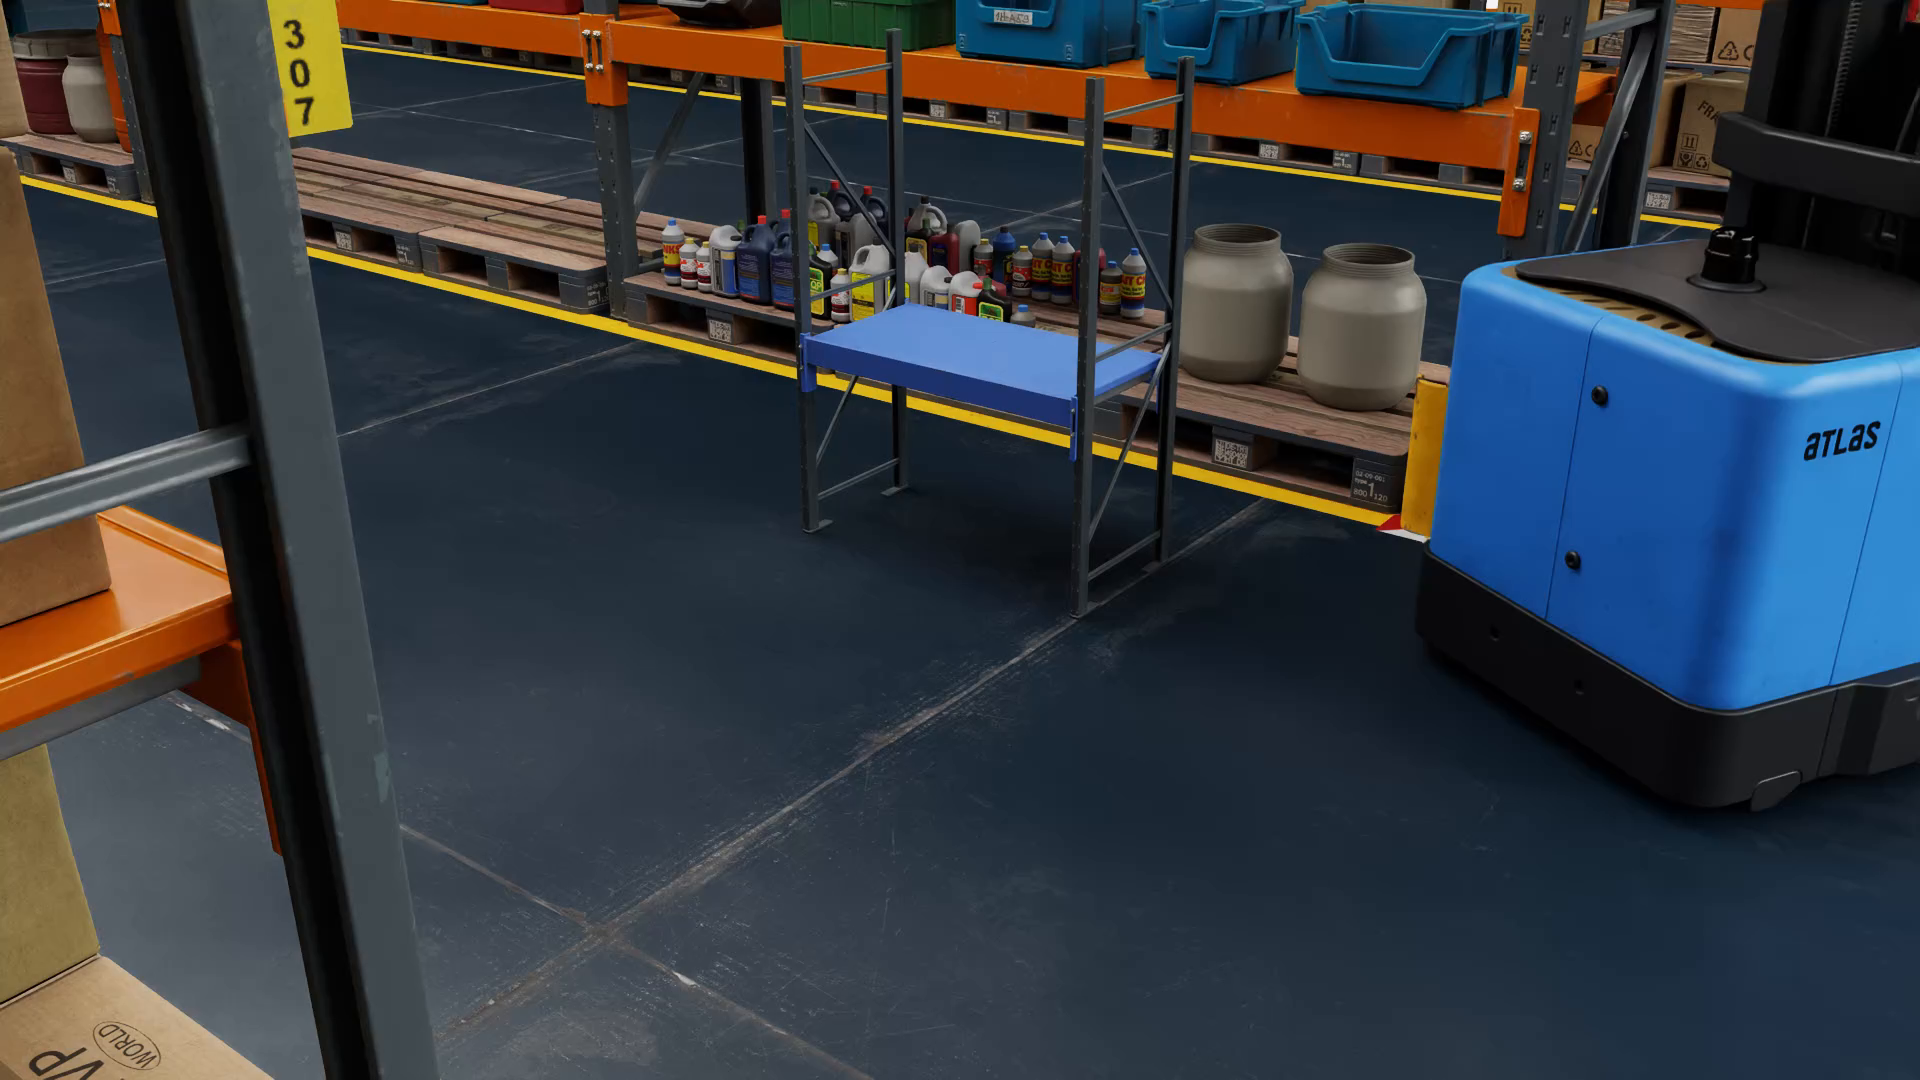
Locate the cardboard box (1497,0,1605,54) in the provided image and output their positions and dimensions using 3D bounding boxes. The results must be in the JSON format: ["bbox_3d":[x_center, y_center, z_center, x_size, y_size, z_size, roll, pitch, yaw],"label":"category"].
[{"bbox_3d":[5.254,-4.741,14.403,0.875,0.875,0.875,17,29,34],"label":"cardboard box"}]

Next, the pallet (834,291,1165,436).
[{"bbox_3d":[0.259,-0.775,6.747,1.213,0.211,1.003,17,29,33],"label":"pallet"}]

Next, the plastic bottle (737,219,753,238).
[{"bbox_3d":[-0.903,-1.226,7.137,0.133,0.283,0.061,17,29,33],"label":"plastic bottle"}]

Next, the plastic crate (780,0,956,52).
[{"bbox_3d":[-0.317,-2.005,6.344,0.662,0.188,0.450,17,29,33],"label":"plastic crate"}]

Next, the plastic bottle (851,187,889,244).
[{"bbox_3d":[-0.392,-1.401,7.450,0.185,0.351,0.144,15,28,31],"label":"plastic bottle"}]

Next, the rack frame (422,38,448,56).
[{"bbox_3d":[-4.664,-6.054,15.270,0.127,3.000,1.000,17,29,33],"label":"rack frame"}]

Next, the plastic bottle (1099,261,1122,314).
[{"bbox_3d":[0.621,-1.039,6.813,0.097,0.201,0.097,0,24,0],"label":"plastic bottle"}]

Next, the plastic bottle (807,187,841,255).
[{"bbox_3d":[-0.632,-1.401,7.450,0.185,0.351,0.144,17,29,33],"label":"plastic bottle"}]

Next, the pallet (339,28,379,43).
[{"bbox_3d":[-6.206,-5.282,16.976,1.213,0.211,1.003,17,29,33],"label":"pallet"}]

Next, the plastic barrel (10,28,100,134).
[{"bbox_3d":[-5.740,-2.963,10.725,0.708,0.588,0.600,17,29,33],"label":"plastic barrel"}]

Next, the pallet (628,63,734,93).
[{"bbox_3d":[-2.049,-4.026,14.125,1.213,0.211,1.003,17,29,33],"label":"pallet"}]

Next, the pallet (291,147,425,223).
[{"bbox_3d":[-3.838,-2.013,9.557,1.213,0.211,1.003,17,29,33],"label":"pallet"}]

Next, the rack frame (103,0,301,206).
[{"bbox_3d":[-4.434,-3.489,9.448,0.127,3.000,1.000,17,29,33],"label":"rack frame"}]

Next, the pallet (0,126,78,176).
[{"bbox_3d":[-6.062,-2.685,11.082,1.213,0.211,1.003,17,29,33],"label":"pallet"}]

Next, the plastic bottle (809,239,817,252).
[{"bbox_3d":[-0.648,-1.149,6.976,0.097,0.271,0.097,0,24,0],"label":"plastic bottle"}]

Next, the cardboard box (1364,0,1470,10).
[{"bbox_3d":[4.242,-4.979,15.100,0.750,0.750,1.050,17,29,33],"label":"cardboard box"}]

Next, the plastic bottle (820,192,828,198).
[{"bbox_3d":[-0.651,-1.470,7.689,0.133,0.283,0.061,19,30,36],"label":"plastic bottle"}]

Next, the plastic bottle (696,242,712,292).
[{"bbox_3d":[-1.079,-1.175,7.121,0.097,0.201,0.097,0,24,0],"label":"plastic bottle"}]

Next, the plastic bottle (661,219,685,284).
[{"bbox_3d":[-1.241,-1.256,7.218,0.097,0.271,0.097,0,24,0],"label":"plastic bottle"}]

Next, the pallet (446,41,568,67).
[{"bbox_3d":[-4.002,-4.616,15.464,1.213,0.211,1.003,17,29,33],"label":"pallet"}]

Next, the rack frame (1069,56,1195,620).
[{"bbox_3d":[0.475,-0.543,4.622,0.032,1.500,0.500,17,29,33],"label":"rack frame"}]

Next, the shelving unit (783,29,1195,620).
[{"bbox_3d":[0.068,-0.666,4.901,1.048,1.500,0.538,17,29,33],"label":"shelving unit"}]

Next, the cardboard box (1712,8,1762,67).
[{"bbox_3d":[6.706,-4.303,13.410,0.875,0.875,0.875,16,29,32],"label":"cardboard box"}]

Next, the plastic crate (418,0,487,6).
[{"bbox_3d":[-2.303,-2.681,7.634,0.575,0.384,0.392,17,29,33],"label":"plastic crate"}]

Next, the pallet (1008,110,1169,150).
[{"bbox_3d":[1.113,-3.031,11.868,1.213,0.211,1.003,17,29,33],"label":"pallet"}]

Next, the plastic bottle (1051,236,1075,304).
[{"bbox_3d":[0.429,-1.129,6.930,0.097,0.271,0.097,0,24,0],"label":"plastic bottle"}]

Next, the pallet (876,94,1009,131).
[{"bbox_3d":[0.133,-3.326,12.537,1.213,0.211,1.003,17,29,33],"label":"pallet"}]

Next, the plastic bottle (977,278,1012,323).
[{"bbox_3d":[0.130,-0.838,6.254,0.133,0.283,0.061,18,29,35],"label":"plastic bottle"}]

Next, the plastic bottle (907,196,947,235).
[{"bbox_3d":[-0.133,-1.323,7.273,0.185,0.351,0.144,17,29,33],"label":"plastic bottle"}]

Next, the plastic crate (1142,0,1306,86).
[{"bbox_3d":[0.871,-1.670,5.503,0.408,0.251,0.499,17,29,33],"label":"plastic crate"}]

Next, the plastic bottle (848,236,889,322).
[{"bbox_3d":[-0.345,-1.033,6.614,0.185,0.351,0.144,17,29,33],"label":"plastic bottle"}]

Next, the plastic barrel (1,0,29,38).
[{"bbox_3d":[-6.643,-3.380,11.282,0.708,0.901,0.600,17,29,33],"label":"plastic barrel"}]

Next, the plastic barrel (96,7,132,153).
[{"bbox_3d":[-4.836,-2.801,10.057,0.708,0.830,0.600,17,29,33],"label":"plastic barrel"}]

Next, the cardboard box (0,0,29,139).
[{"bbox_3d":[-1.191,-0.464,1.654,0.250,0.149,0.380,17,29,33],"label":"cardboard box"}]

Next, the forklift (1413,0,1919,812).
[{"bbox_3d":[2.798,-1.101,4.114,3.031,2.935,1.130,-10,26,-21],"label":"forklift"}]

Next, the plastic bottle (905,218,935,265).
[{"bbox_3d":[-0.174,-1.253,7.197,0.133,0.283,0.061,17,29,33],"label":"plastic bottle"}]

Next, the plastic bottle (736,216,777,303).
[{"bbox_3d":[-0.836,-1.182,6.951,0.185,0.351,0.144,18,29,35],"label":"plastic bottle"}]

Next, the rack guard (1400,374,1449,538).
[{"bbox_3d":[1.878,-0.414,5.569,0.348,0.500,1.175,17,29,33],"label":"rack guard"}]

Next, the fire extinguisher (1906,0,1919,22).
[{"bbox_3d":[4.753,-2.941,8.300,0.183,0.674,0.296,17,29,33],"label":"fire extinguisher"}]

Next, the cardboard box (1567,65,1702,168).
[{"bbox_3d":[3.949,-2.490,9.762,0.500,0.500,0.500,-17,29,-34],"label":"cardboard box"}]

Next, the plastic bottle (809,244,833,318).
[{"bbox_3d":[-0.578,-1.052,6.740,0.133,0.283,0.061,18,30,36],"label":"plastic bottle"}]

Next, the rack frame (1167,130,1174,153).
[{"bbox_3d":[1.737,-4.120,10.880,0.127,3.000,1.000,17,29,33],"label":"rack frame"}]

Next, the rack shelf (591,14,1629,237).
[{"bbox_3d":[0.367,-1.709,6.300,4.000,0.370,1.077,17,29,33],"label":"rack shelf"}]

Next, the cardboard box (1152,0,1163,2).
[{"bbox_3d":[2.025,-5.649,16.620,0.750,0.750,1.050,16,29,33],"label":"cardboard box"}]

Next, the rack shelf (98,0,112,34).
[{"bbox_3d":[-6.035,-3.643,10.691,4.000,0.370,1.077,17,29,33],"label":"rack shelf"}]

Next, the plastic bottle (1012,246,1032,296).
[{"bbox_3d":[0.270,-1.145,7.053,0.097,0.201,0.097,0,24,0],"label":"plastic bottle"}]

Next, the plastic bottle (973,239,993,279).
[{"bbox_3d":[0.105,-1.195,7.166,0.097,0.201,0.097,0,24,0],"label":"plastic bottle"}]

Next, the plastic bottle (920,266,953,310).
[{"bbox_3d":[-0.062,-0.915,6.439,0.135,0.276,0.152,16,28,32],"label":"plastic bottle"}]

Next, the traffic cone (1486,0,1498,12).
[{"bbox_3d":[5.849,-6.004,18.303,0.334,0.463,0.336,17,29,33],"label":"traffic cone"}]

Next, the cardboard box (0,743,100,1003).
[{"bbox_3d":[-1.703,0.444,2.481,0.500,0.500,0.500,17,29,33],"label":"cardboard box"}]

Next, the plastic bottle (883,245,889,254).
[{"bbox_3d":[-0.276,-1.053,6.752,0.135,0.276,0.152,17,29,33],"label":"plastic bottle"}]

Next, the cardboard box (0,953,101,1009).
[{"bbox_3d":[-1.704,0.788,2.631,0.500,0.250,0.500,17,29,33],"label":"cardboard box"}]

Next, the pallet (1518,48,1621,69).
[{"bbox_3d":[5.354,-4.210,14.544,1.213,0.211,1.003,17,29,33],"label":"pallet"}]

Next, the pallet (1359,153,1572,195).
[{"bbox_3d":[3.276,-2.398,10.430,1.213,0.211,1.003,17,29,33],"label":"pallet"}]

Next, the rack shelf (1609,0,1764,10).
[{"bbox_3d":[3.337,-3.307,9.927,4.000,0.370,1.077,17,29,33],"label":"rack shelf"}]

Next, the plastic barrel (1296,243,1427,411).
[{"bbox_3d":[1.395,-0.742,5.780,0.421,0.512,0.421,0,24,0],"label":"plastic barrel"}]
